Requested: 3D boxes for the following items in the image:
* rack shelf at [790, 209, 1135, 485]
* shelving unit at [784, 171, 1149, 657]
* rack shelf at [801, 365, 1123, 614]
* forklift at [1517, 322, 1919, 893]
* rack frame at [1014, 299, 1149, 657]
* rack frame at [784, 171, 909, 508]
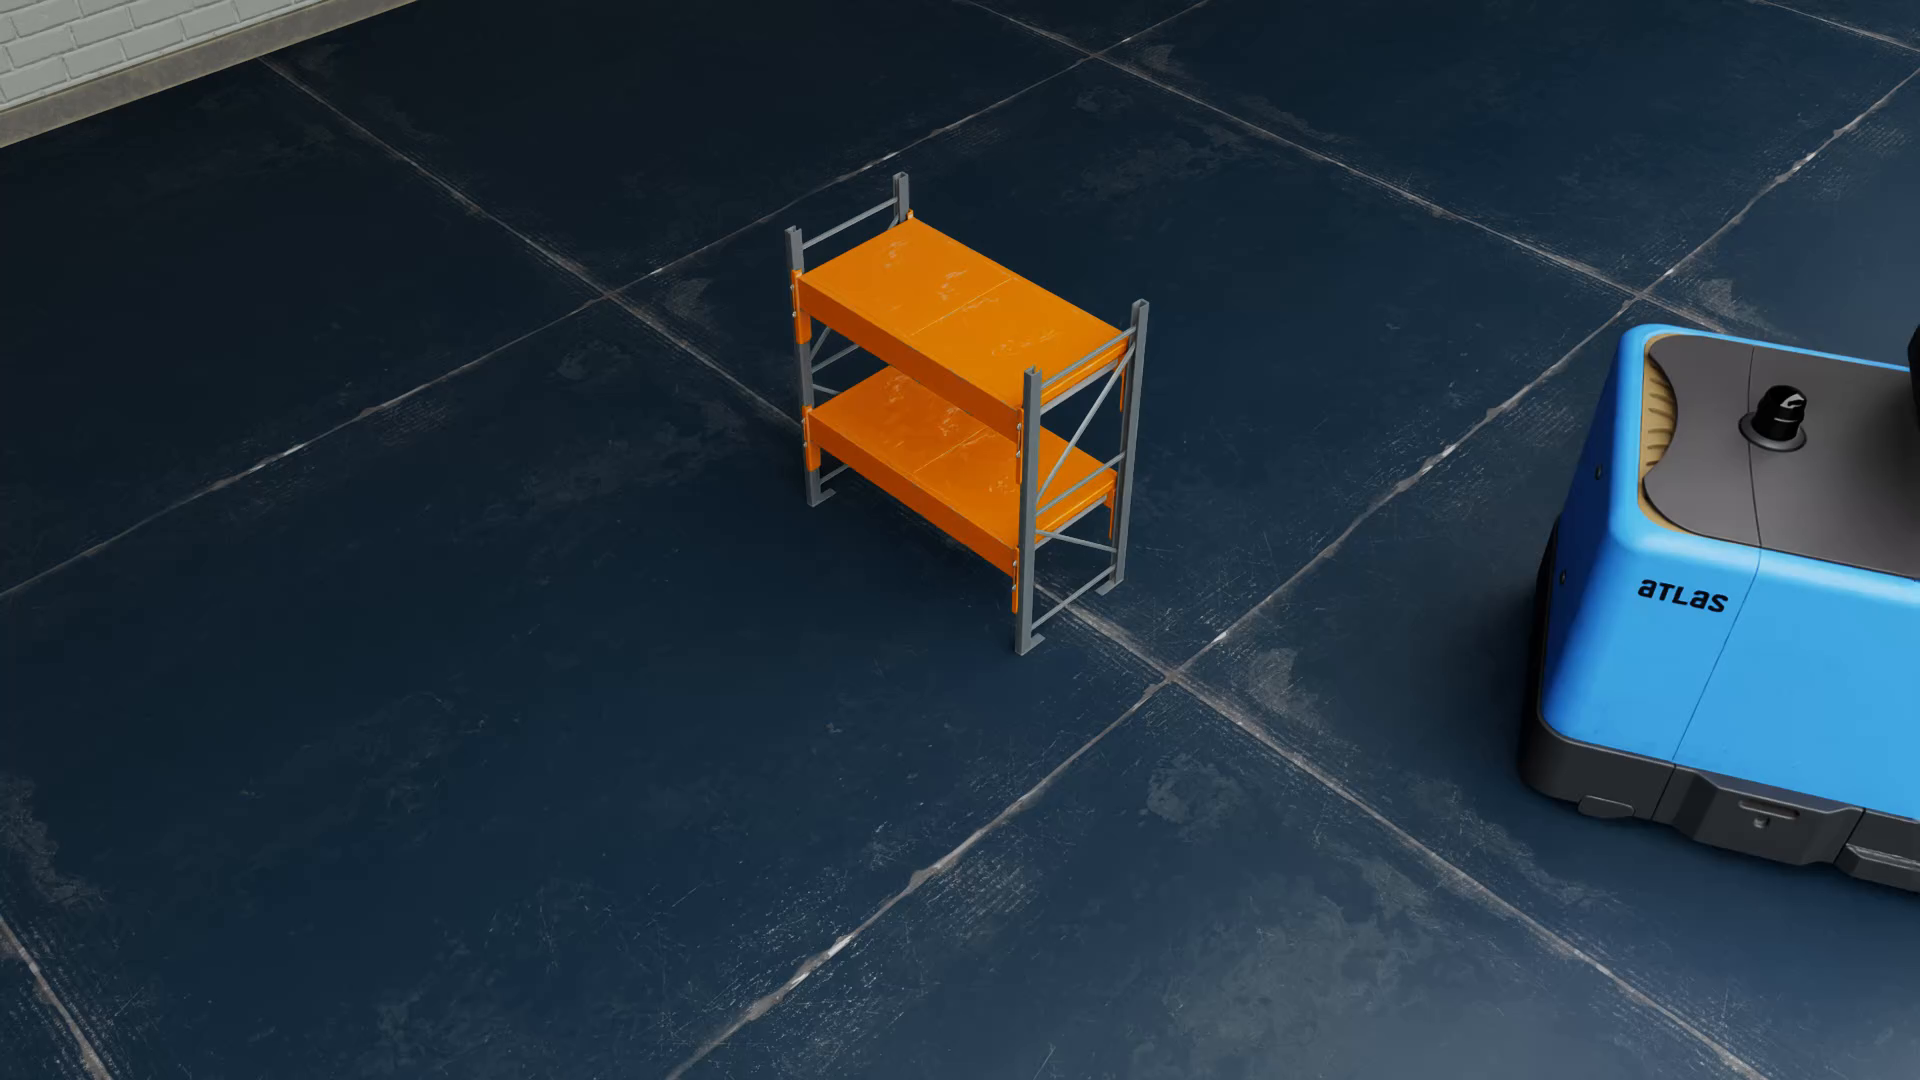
[{"bbox_3d":[0.005,-0.625,5.166,0.538,0.278,1.000,-34,53,-31],"label":"rack shelf"},{"bbox_3d":[0.005,-0.410,5.365,0.538,1.125,1.048,-34,53,-31],"label":"shelving unit"},{"bbox_3d":[0.005,-0.230,5.531,0.538,0.278,1.000,-34,53,-31],"label":"rack shelf"},{"bbox_3d":[3.224,-0.315,3.931,3.031,2.935,1.130,13,44,13],"label":"forklift"},{"bbox_3d":[0.364,-0.166,5.100,0.500,1.125,0.032,-34,53,-31],"label":"rack frame"},{"bbox_3d":[-0.354,-0.654,5.629,0.500,1.125,0.032,-34,53,-31],"label":"rack frame"}]
